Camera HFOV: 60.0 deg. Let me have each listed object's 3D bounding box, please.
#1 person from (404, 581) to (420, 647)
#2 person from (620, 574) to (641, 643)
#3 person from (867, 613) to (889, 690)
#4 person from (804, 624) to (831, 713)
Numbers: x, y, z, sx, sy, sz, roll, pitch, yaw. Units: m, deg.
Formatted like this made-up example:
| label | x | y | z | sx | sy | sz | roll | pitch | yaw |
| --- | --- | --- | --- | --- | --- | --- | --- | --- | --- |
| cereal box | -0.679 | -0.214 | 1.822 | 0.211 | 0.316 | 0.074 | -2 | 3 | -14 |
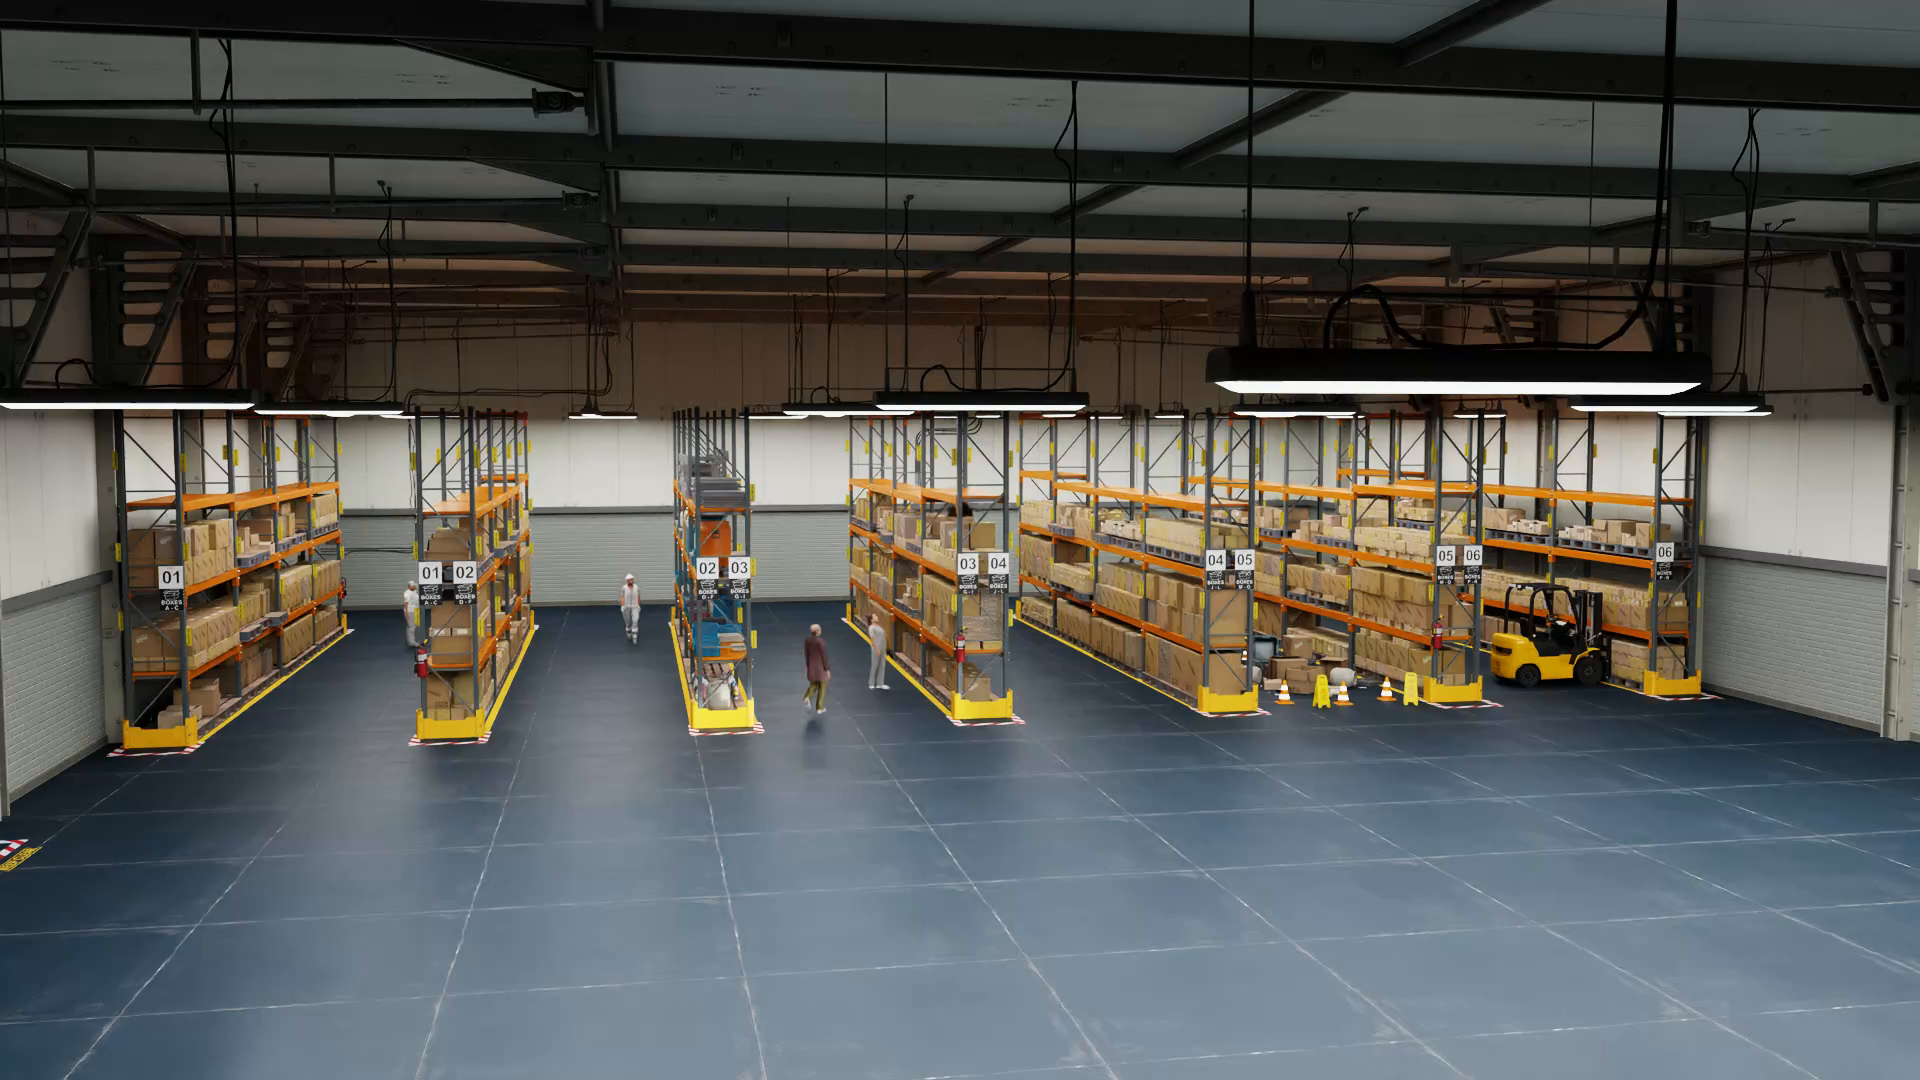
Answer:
| label | x | y | z | sx | sy | sz | roll | pitch | yaw |
| --- | --- | --- | --- | --- | --- | --- | --- | --- | --- |
| person | -13.975 | 1.876 | 42.530 | 0.452 | 1.671 | 0.520 | 0 | 4 | -1 |
| person | -8.550 | 1.764 | 43.159 | 0.535 | 1.749 | 0.994 | -1 | 4 | -11 |
| person | -1.761 | 2.375 | 35.627 | 0.440 | 1.643 | 0.516 | 3 | 5 | 40 |
| person | -2.807 | 2.516 | 32.473 | 0.582 | 1.762 | 0.678 | 2 | 4 | 24 |
